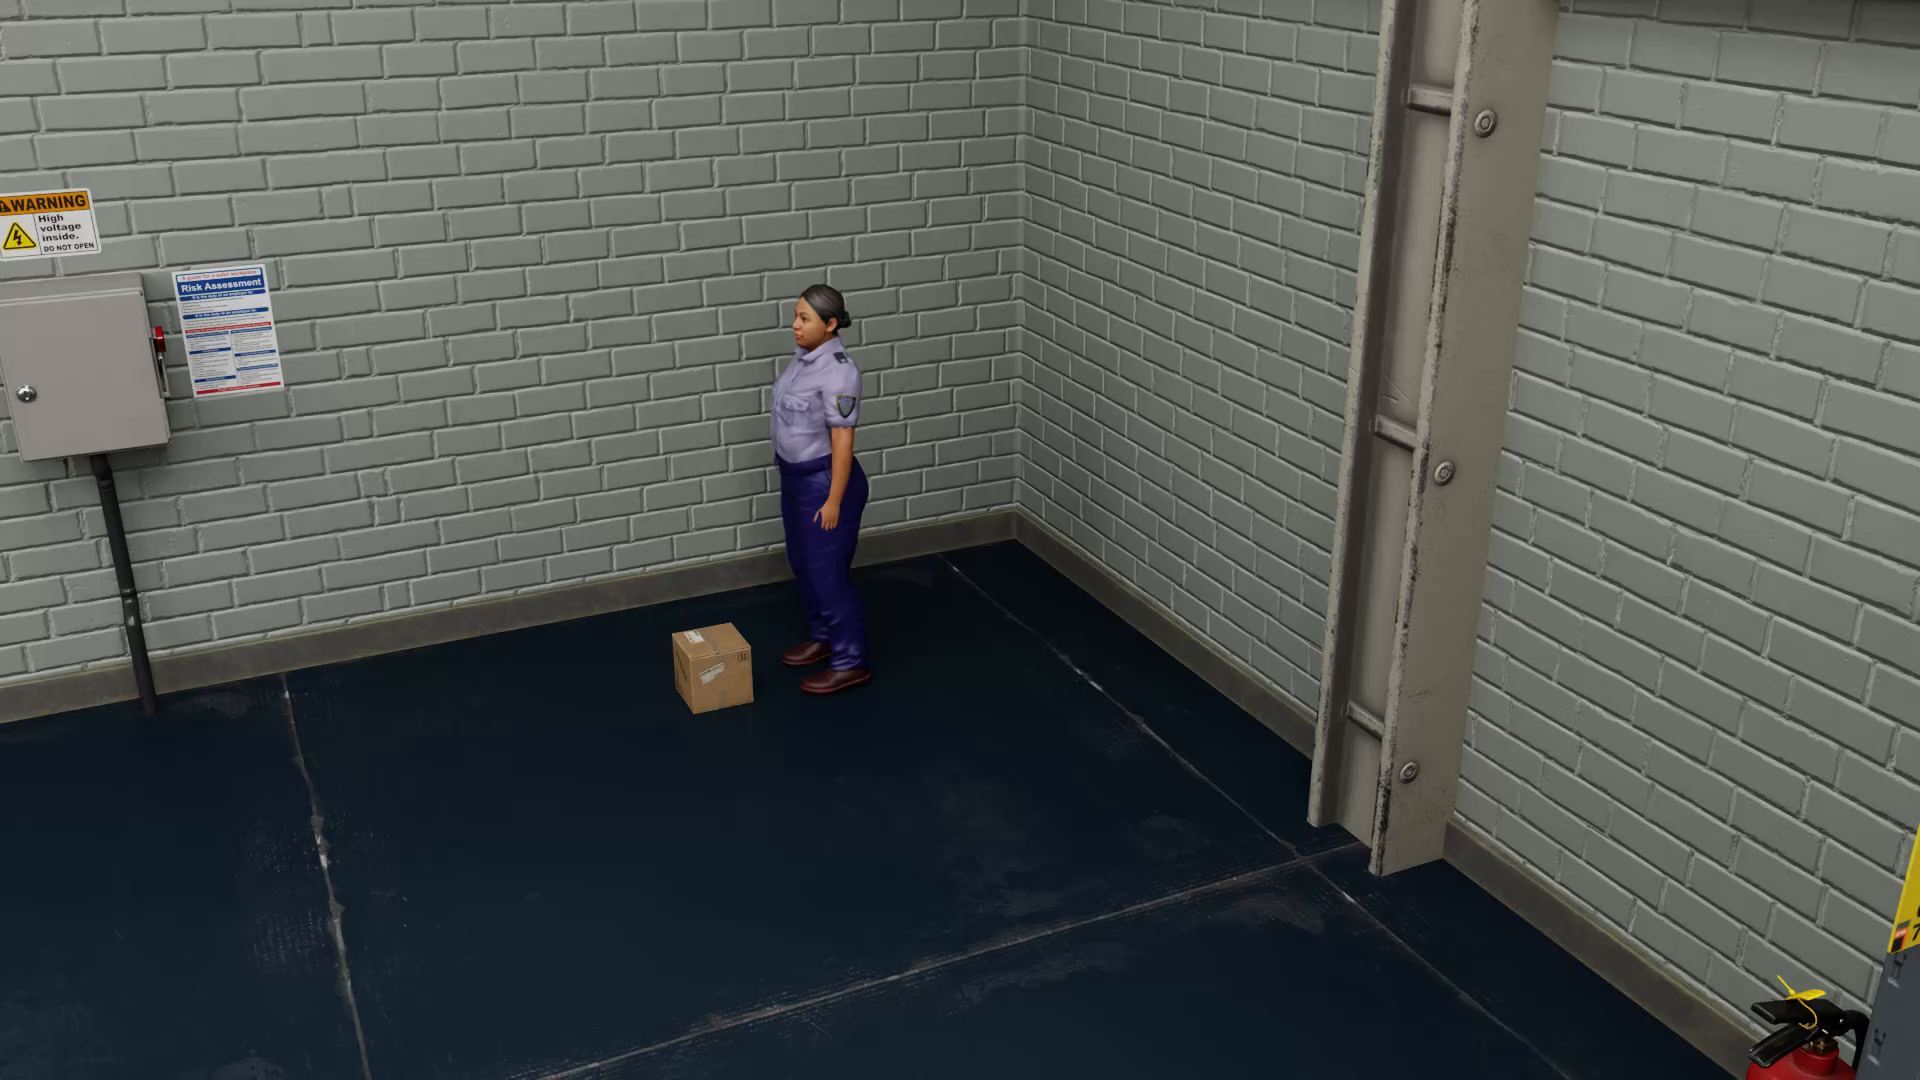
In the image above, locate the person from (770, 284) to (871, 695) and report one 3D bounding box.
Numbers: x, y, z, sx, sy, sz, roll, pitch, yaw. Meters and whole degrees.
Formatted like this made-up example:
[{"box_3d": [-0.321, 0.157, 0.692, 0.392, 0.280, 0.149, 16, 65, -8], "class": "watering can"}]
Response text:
[{"box_3d": [-0.557, -0.205, 6.614, 0.343, 1.646, 0.466, -10, 24, -22], "class": "person"}]
